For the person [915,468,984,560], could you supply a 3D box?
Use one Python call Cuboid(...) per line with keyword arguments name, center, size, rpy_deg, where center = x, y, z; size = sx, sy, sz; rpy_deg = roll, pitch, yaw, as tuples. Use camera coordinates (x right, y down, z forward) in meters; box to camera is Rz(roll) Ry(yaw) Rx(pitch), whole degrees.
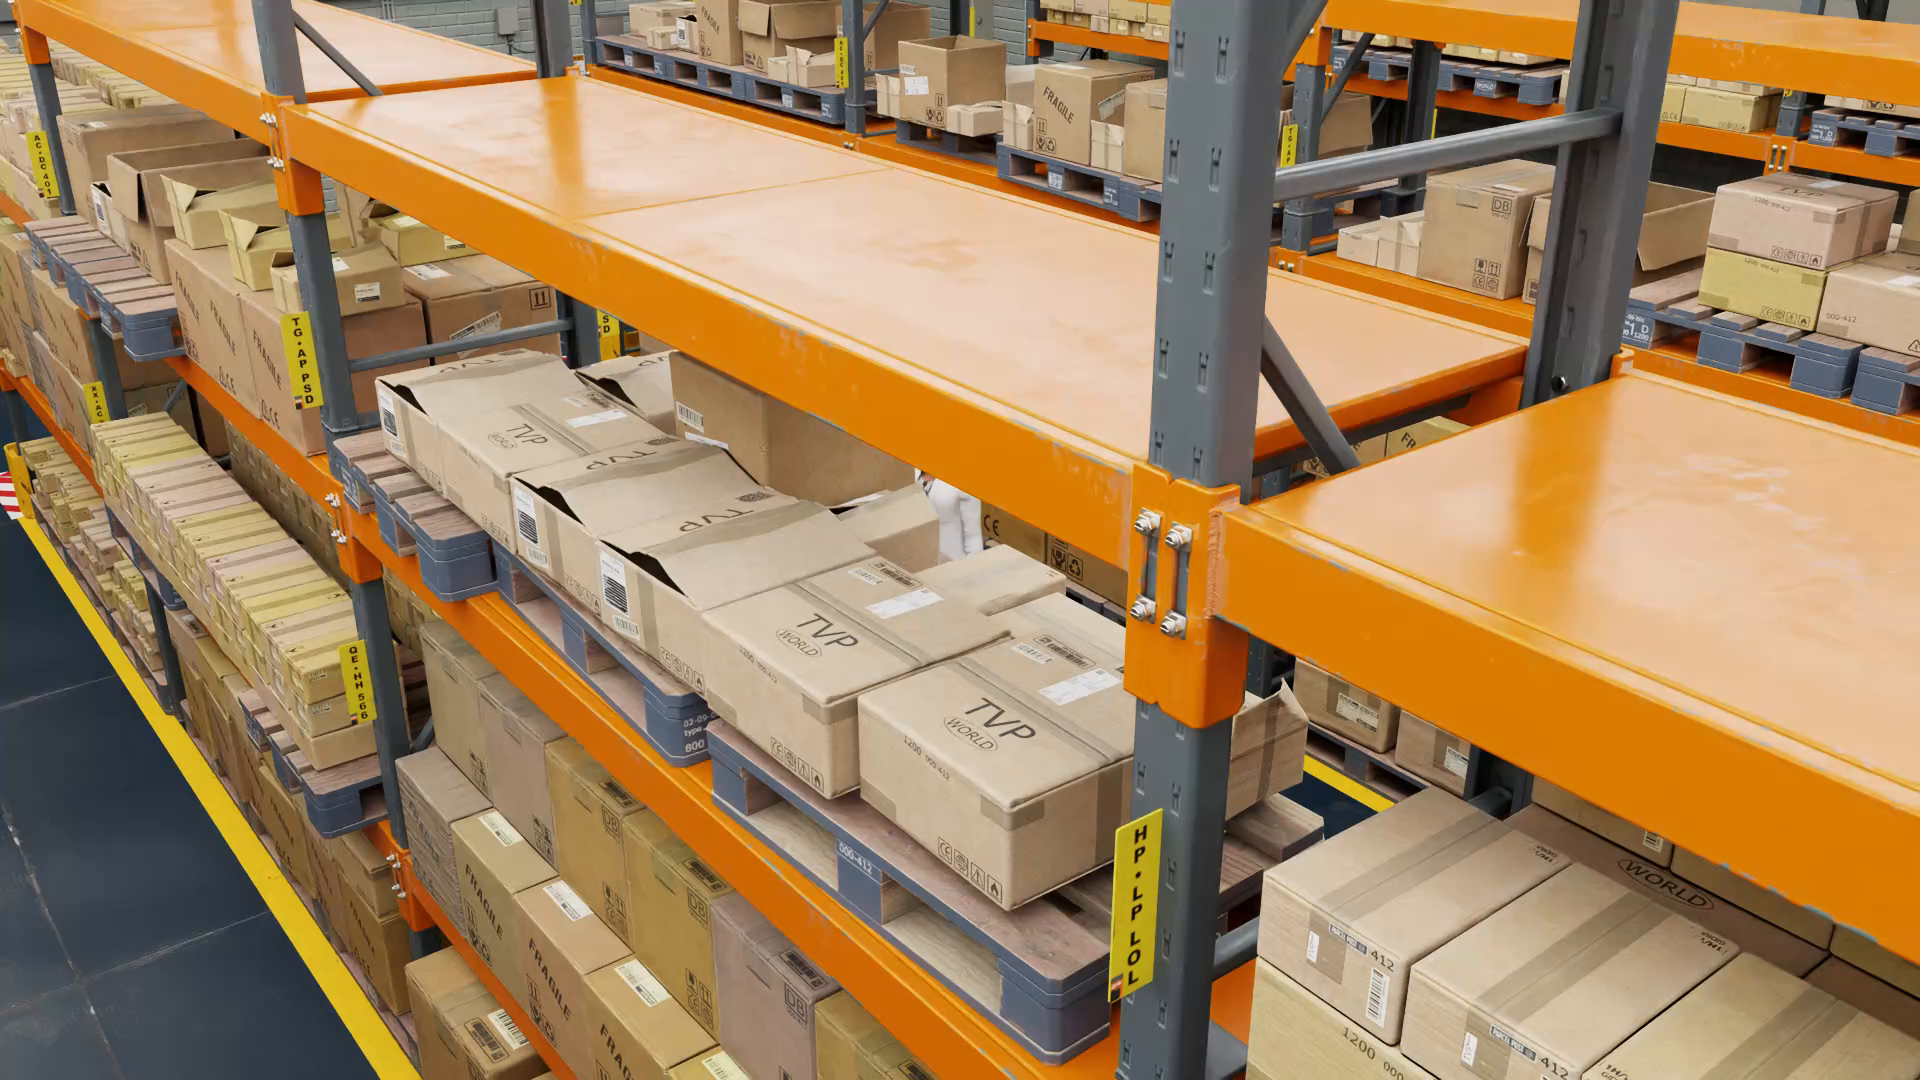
Cuboid(name="person", center=(-0.197, 0.202, 9.499), size=(0.614, 1.777, 0.674), rpy_deg=(19, 31, 36))
